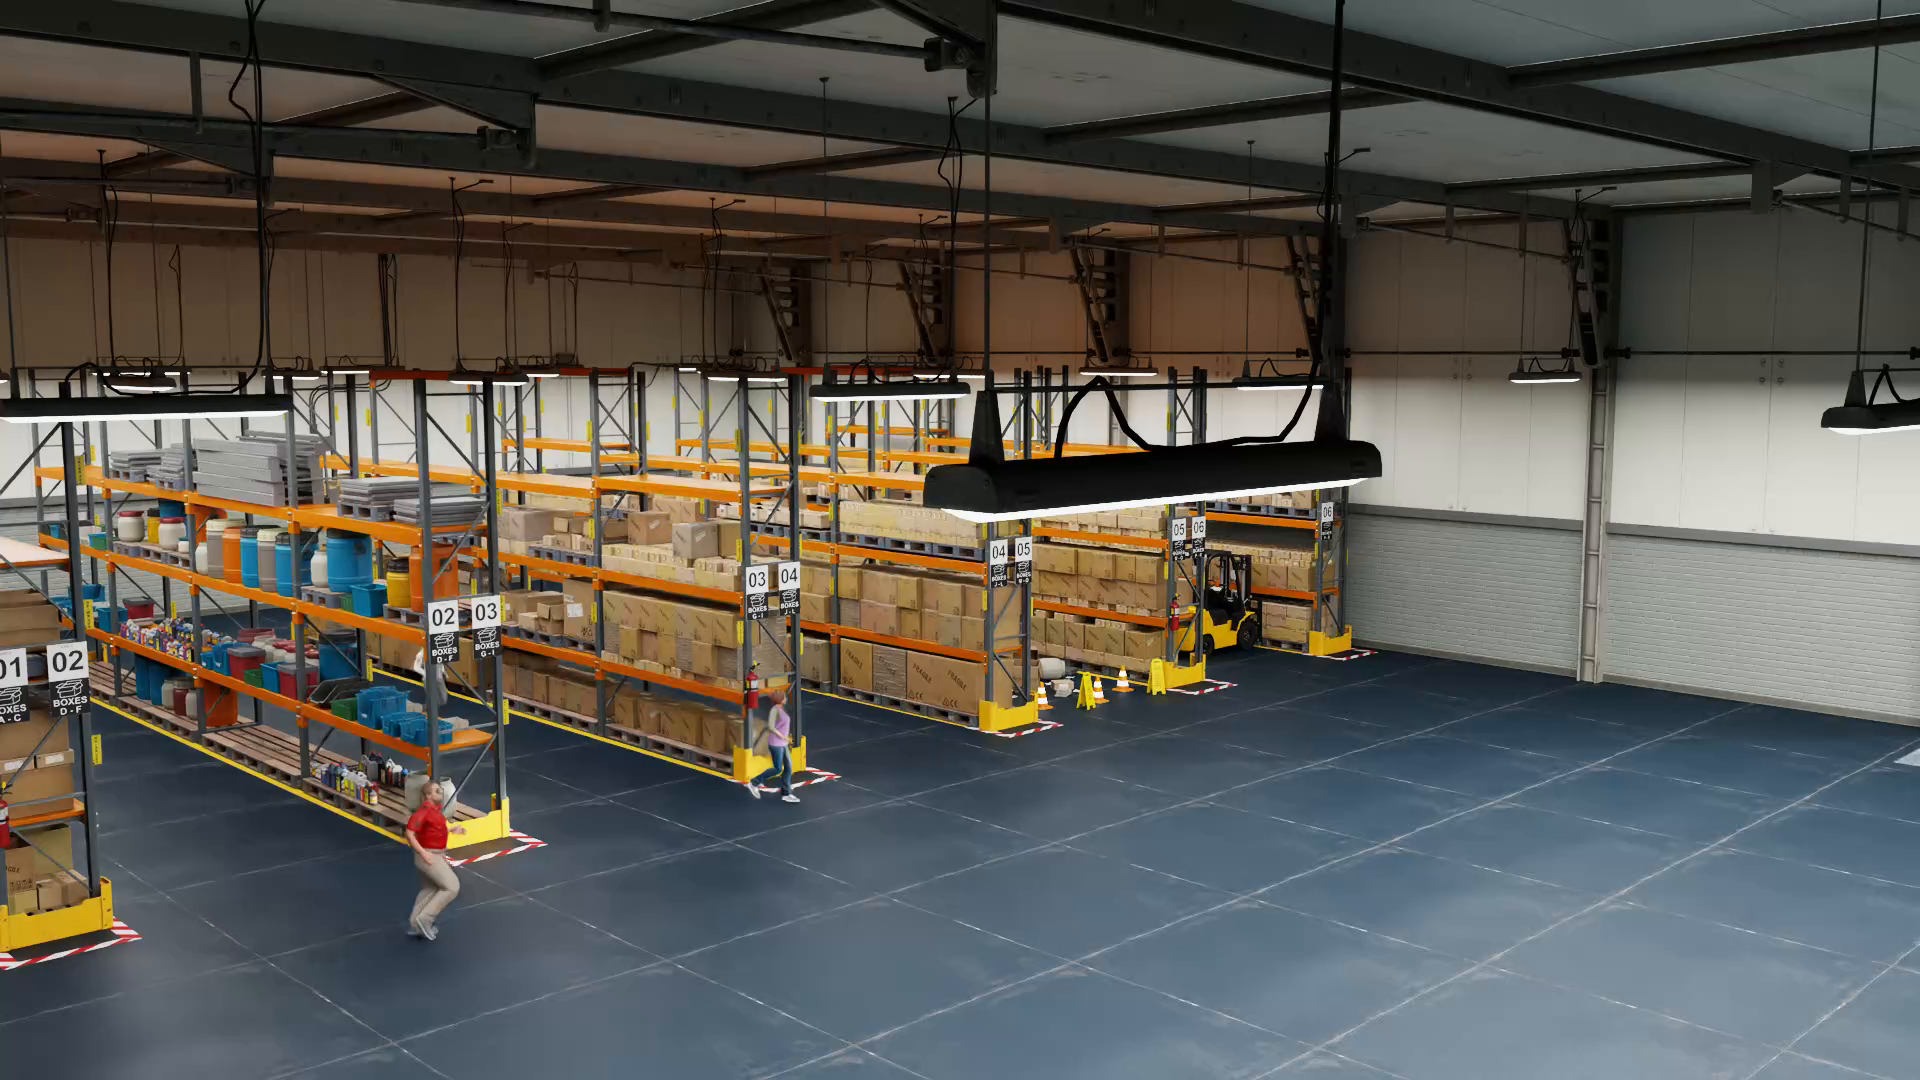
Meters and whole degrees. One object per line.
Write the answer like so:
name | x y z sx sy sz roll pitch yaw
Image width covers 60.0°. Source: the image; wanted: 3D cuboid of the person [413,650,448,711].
person | -8.921 2.347 28.065 0.580 1.647 0.614 5 8 36

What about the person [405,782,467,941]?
person | -5.677 3.460 18.038 0.655 1.719 0.636 -2 7 -17

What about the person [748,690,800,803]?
person | -2.605 2.913 23.565 0.741 1.543 0.608 1 6 5
